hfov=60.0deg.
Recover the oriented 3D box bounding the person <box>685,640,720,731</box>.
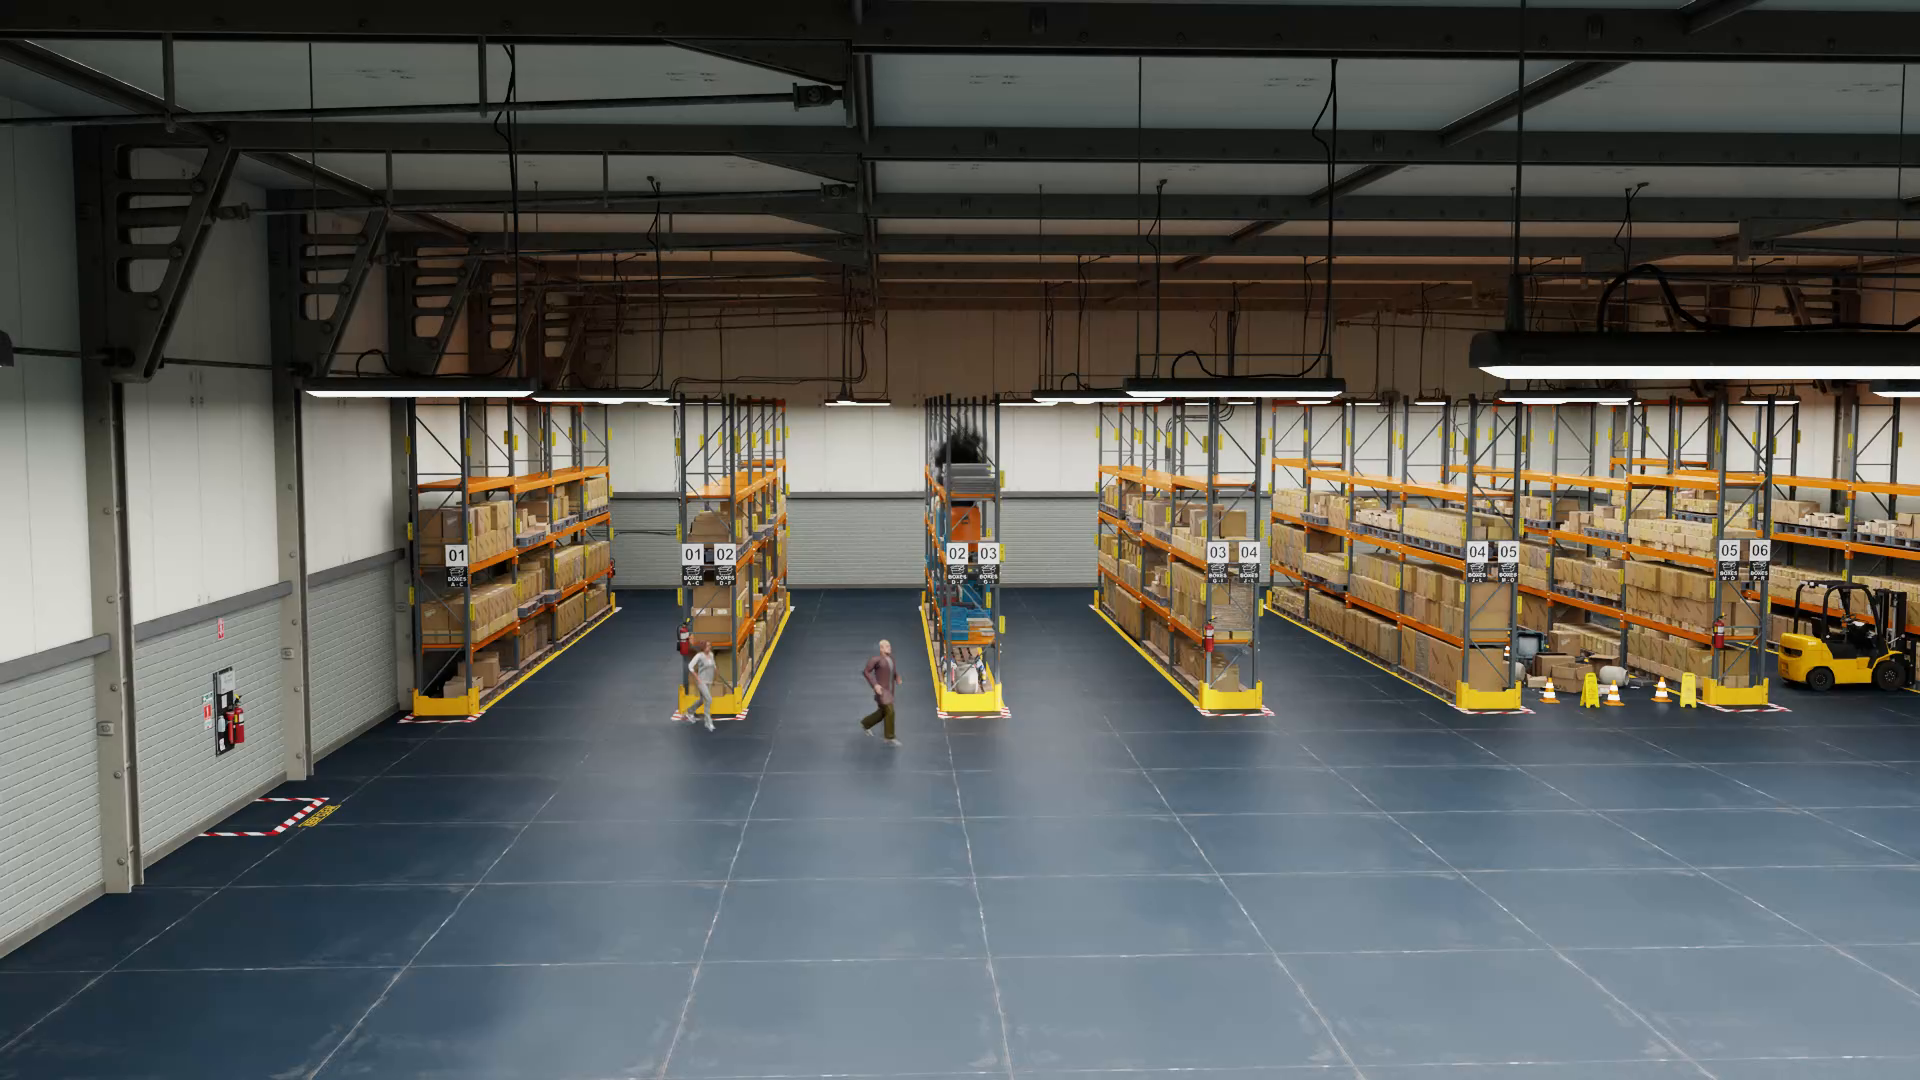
[{"bbox_3d":[-4.624,2.577,29.773,0.784,1.617,0.527,3,5,33],"label":"person"}]

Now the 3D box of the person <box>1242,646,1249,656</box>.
[{"bbox_3d":[6.737,1.837,38.733,0.578,1.757,0.732,0,5,-6],"label":"person"}]

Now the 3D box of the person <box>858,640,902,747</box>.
[{"bbox_3d":[-1.353,2.615,28.368,0.923,1.769,0.702,3,5,30],"label":"person"}]

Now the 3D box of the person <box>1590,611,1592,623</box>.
[{"bbox_3d":[15.920,1.497,42.409,0.646,1.743,0.610,-1,5,-7],"label":"person"}]
